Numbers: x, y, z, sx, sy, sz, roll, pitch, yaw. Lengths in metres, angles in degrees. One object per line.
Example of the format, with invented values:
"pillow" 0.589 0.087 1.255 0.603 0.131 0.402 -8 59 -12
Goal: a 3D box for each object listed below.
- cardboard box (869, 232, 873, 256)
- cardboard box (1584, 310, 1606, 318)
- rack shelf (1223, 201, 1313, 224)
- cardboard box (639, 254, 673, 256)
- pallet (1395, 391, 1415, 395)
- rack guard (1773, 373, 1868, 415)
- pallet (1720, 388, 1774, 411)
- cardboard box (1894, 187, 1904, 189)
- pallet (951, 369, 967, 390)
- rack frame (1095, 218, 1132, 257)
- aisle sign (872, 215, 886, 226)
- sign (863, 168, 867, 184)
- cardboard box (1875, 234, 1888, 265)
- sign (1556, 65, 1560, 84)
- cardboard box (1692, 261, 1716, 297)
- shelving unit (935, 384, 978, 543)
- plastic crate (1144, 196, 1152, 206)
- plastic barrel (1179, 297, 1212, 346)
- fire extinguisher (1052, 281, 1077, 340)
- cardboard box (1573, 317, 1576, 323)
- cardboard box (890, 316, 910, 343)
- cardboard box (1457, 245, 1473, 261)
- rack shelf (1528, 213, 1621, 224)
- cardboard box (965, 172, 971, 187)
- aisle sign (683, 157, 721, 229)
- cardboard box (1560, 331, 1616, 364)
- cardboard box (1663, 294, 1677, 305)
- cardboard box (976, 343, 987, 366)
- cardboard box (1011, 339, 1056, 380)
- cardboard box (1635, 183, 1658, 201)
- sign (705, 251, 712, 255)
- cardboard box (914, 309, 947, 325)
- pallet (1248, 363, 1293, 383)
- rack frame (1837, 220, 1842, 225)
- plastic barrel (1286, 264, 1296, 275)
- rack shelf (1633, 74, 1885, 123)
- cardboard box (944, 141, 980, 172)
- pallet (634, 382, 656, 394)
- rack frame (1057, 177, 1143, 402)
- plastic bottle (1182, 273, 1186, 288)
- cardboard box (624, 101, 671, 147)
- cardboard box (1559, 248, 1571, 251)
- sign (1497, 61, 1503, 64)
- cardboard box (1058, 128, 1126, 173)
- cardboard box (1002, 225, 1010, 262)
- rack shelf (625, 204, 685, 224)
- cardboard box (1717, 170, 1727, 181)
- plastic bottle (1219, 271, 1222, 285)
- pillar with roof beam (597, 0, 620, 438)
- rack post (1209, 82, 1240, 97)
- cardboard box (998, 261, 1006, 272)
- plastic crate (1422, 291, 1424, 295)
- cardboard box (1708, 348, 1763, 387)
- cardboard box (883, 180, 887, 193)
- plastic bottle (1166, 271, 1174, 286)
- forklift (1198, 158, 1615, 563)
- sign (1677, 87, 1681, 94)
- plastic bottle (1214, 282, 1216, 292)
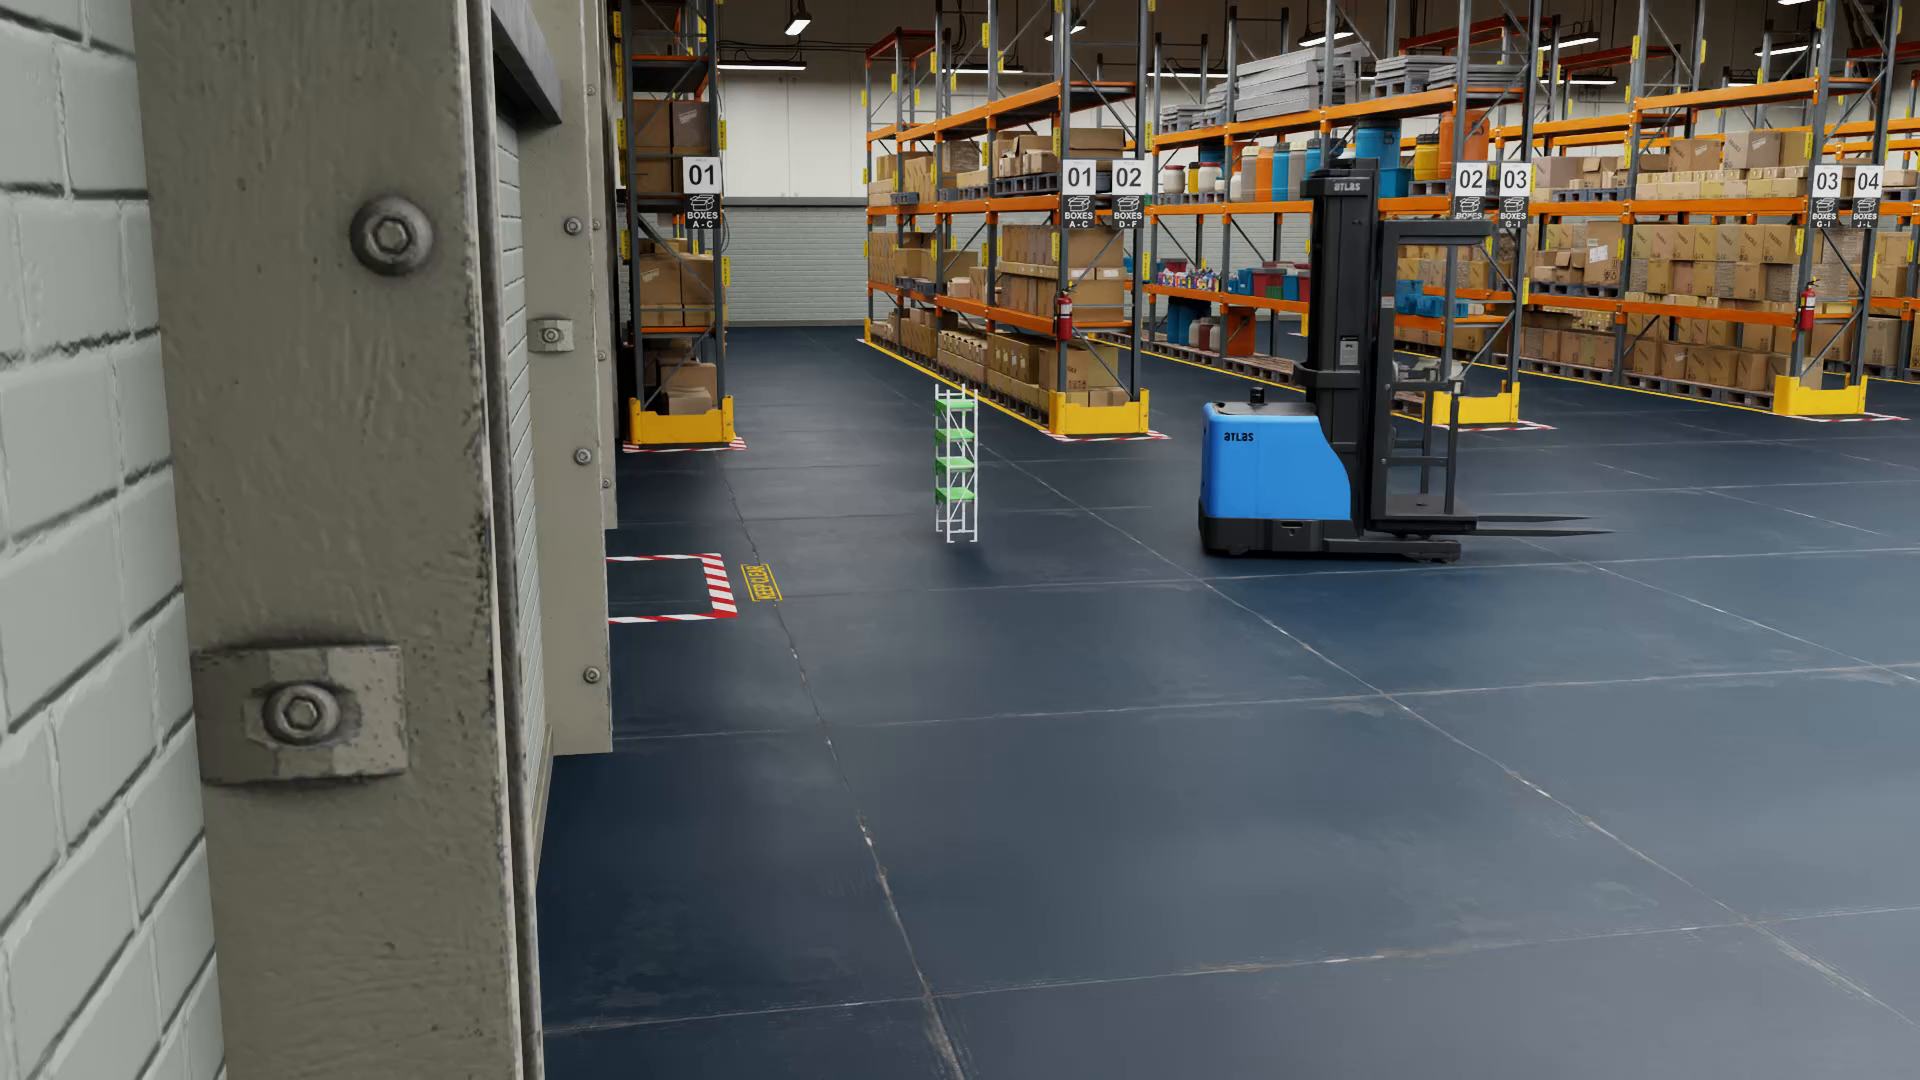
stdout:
"cardboard box" -1.618 -6.165 34.625 0.500 0.500 0.500 -2 11 -9
"cardboard box" 13.492 -4.799 35.298 0.380 0.149 0.250 -2 11 -9
"rack shelf" 5.358 -5.182 26.300 1.077 0.370 4.000 -2 11 -11
"cardboard box" -4.084 -3.545 22.142 0.500 0.500 0.500 -2 11 -12
"pallet" 6.078 -1.976 23.013 1.003 0.211 1.213 -2 11 -11
"rack guard" 11.369 -1.927 21.984 1.175 0.500 0.348 -2 11 -11
"pallet" 11.246 -1.936 22.801 1.003 0.211 1.213 -2 11 -11
"cardboard box" 18.783 -6.968 32.999 0.396 0.266 0.258 -1 11 -6
"pallet" 0.466 -2.503 25.784 1.003 0.211 1.213 -2 11 -11
"rack frame" 3.414 -5.896 36.149 1.000 3.000 0.127 -2 11 -11
"aisle sign" -1.747 -6.995 34.973 0.394 0.787 0.004 -2 11 -11
"sign" -1.978 -7.599 34.740 0.100 0.325 0.005 -2 11 -11
"cardboard box" 15.286 -4.762 27.252 0.700 0.500 0.500 -2 11 -12
"sign" 10.358 -8.075 28.844 0.100 0.325 0.005 -2 11 -11
"cardboard box" 10.948 -3.711 23.608 0.875 0.500 0.500 -2 11 -11
"shelving unit" -0.032 -0.620 13.244 0.258 1.200 0.503 -2 11 -11
"plastic crate" 3.813 -6.598 32.384 0.450 0.188 0.662 -2 11 -11
"plastic barrel" 4.418 -4.107 31.242 0.600 0.901 0.708 -2 11 -11
"fire extinguisher" 1.233 -2.705 19.593 0.296 0.674 0.183 -2 11 -11
"cardboard box" 13.374 -4.745 35.811 0.380 0.149 0.250 -3 11 -14
"cardboard box" -1.057 -4.065 32.039 0.500 0.500 0.500 -2 11 -11
"cardboard box" 9.577 -5.405 30.619 0.797 0.503 0.637 -2 11 -10
"rack shelf" 13.546 -6.991 35.805 1.077 0.370 4.000 -2 11 -11
"cardboard box" 0.373 -5.678 26.263 0.500 0.250 0.500 -2 11 -9
"aisle sign" -2.884 -3.876 18.583 0.394 0.787 0.004 -2 11 -11
"cardboard box" 10.324 -3.167 27.322 0.700 0.500 0.500 -3 11 -16
"cardboard box" 10.530 -3.517 24.324 0.380 0.149 0.250 -2 11 -11
"cardboard box" 0.528 -2.710 24.144 0.500 0.311 0.500 -2 11 -11
"cardboard box" 0.965 -2.368 21.839 0.500 0.500 0.500 -2 11 -11
"cardboard box" 10.442 -5.183 24.783 0.500 0.250 0.500 -3 11 -13
"sign" -3.440 -3.781 22.723 0.100 0.325 0.005 -2 11 -11
"cardboard box" -0.520 -3.966 29.514 0.500 0.250 0.500 -2 11 -12
"pallet" 5.316 -2.692 26.774 1.003 0.211 1.213 -2 11 -11
"rack frame" 18.771 -5.702 35.134 1.000 3.000 0.127 -2 11 -11
"plastic barrel" 5.461 -4.225 27.073 0.421 0.512 0.421 0 11 0
"rack shelf" 10.995 -6.100 23.111 1.077 0.370 4.000 -2 11 -11
"cardboard box" 0.031 -6.343 27.535 0.500 0.500 0.500 -2 11 -11
"pallet" -4.123 -2.107 23.703 1.003 0.211 1.213 -2 11 -11
"rack frame" 1.666 -2.782 19.788 1.000 3.000 0.127 -2 11 -11
"plastic bottle" 4.129 -4.765 30.555 0.097 0.271 0.097 0 11 0
"cardboard box" -3.533 -4.694 18.819 0.500 0.500 0.500 -2 11 -8
"cardboard box" 13.290 -6.060 35.948 0.500 0.500 0.500 -2 11 -12
"sign" 9.284 -8.071 28.614 0.100 0.325 0.005 -2 11 -11
"cardboard box" 1.558 -4.686 20.000 0.797 0.503 0.637 -1 11 -7
"cardboard box" 0.980 -4.120 23.086 0.700 0.500 0.500 -2 11 -11
"rack shelf" -5.137 -5.555 28.261 1.077 0.370 4.000 -2 11 -11
"cardboard box" 10.770 -5.067 23.110 0.380 0.149 0.250 -3 11 -14
"plastic bottle" 4.782 -4.749 30.256 0.144 0.351 0.185 -2 11 -11
"pillar with roof beam" 0.046 -5.801 19.609 9.100 9.000 0.400 -2 11 -11
"rack post" 4.722 -7.768 28.563 0.624 0.289 0.986 -2 11 -11
"cardboard box" 0.750 -3.827 23.277 0.380 0.149 0.250 -2 11 -11
"plastic crate" 6.229 -3.428 23.585 0.499 0.251 0.616 -2 11 -11
"cardboard box" 11.026 -2.459 23.653 0.500 0.500 0.500 -1 11 -6
"cardboard box" -1.218 -6.891 32.420 0.500 0.250 0.500 -2 11 -11
"plastic bottle" 3.979 -4.935 31.435 0.152 0.276 0.135 -2 11 -11
"forklift" 3.386 -1.372 12.566 3.031 2.935 1.130 1 11 5
"sign" 14.478 -9.009 33.540 0.100 0.325 0.005 -2 11 -11
"plastic bottle" 4.468 -4.411 28.881 0.097 0.201 0.097 0 11 0
